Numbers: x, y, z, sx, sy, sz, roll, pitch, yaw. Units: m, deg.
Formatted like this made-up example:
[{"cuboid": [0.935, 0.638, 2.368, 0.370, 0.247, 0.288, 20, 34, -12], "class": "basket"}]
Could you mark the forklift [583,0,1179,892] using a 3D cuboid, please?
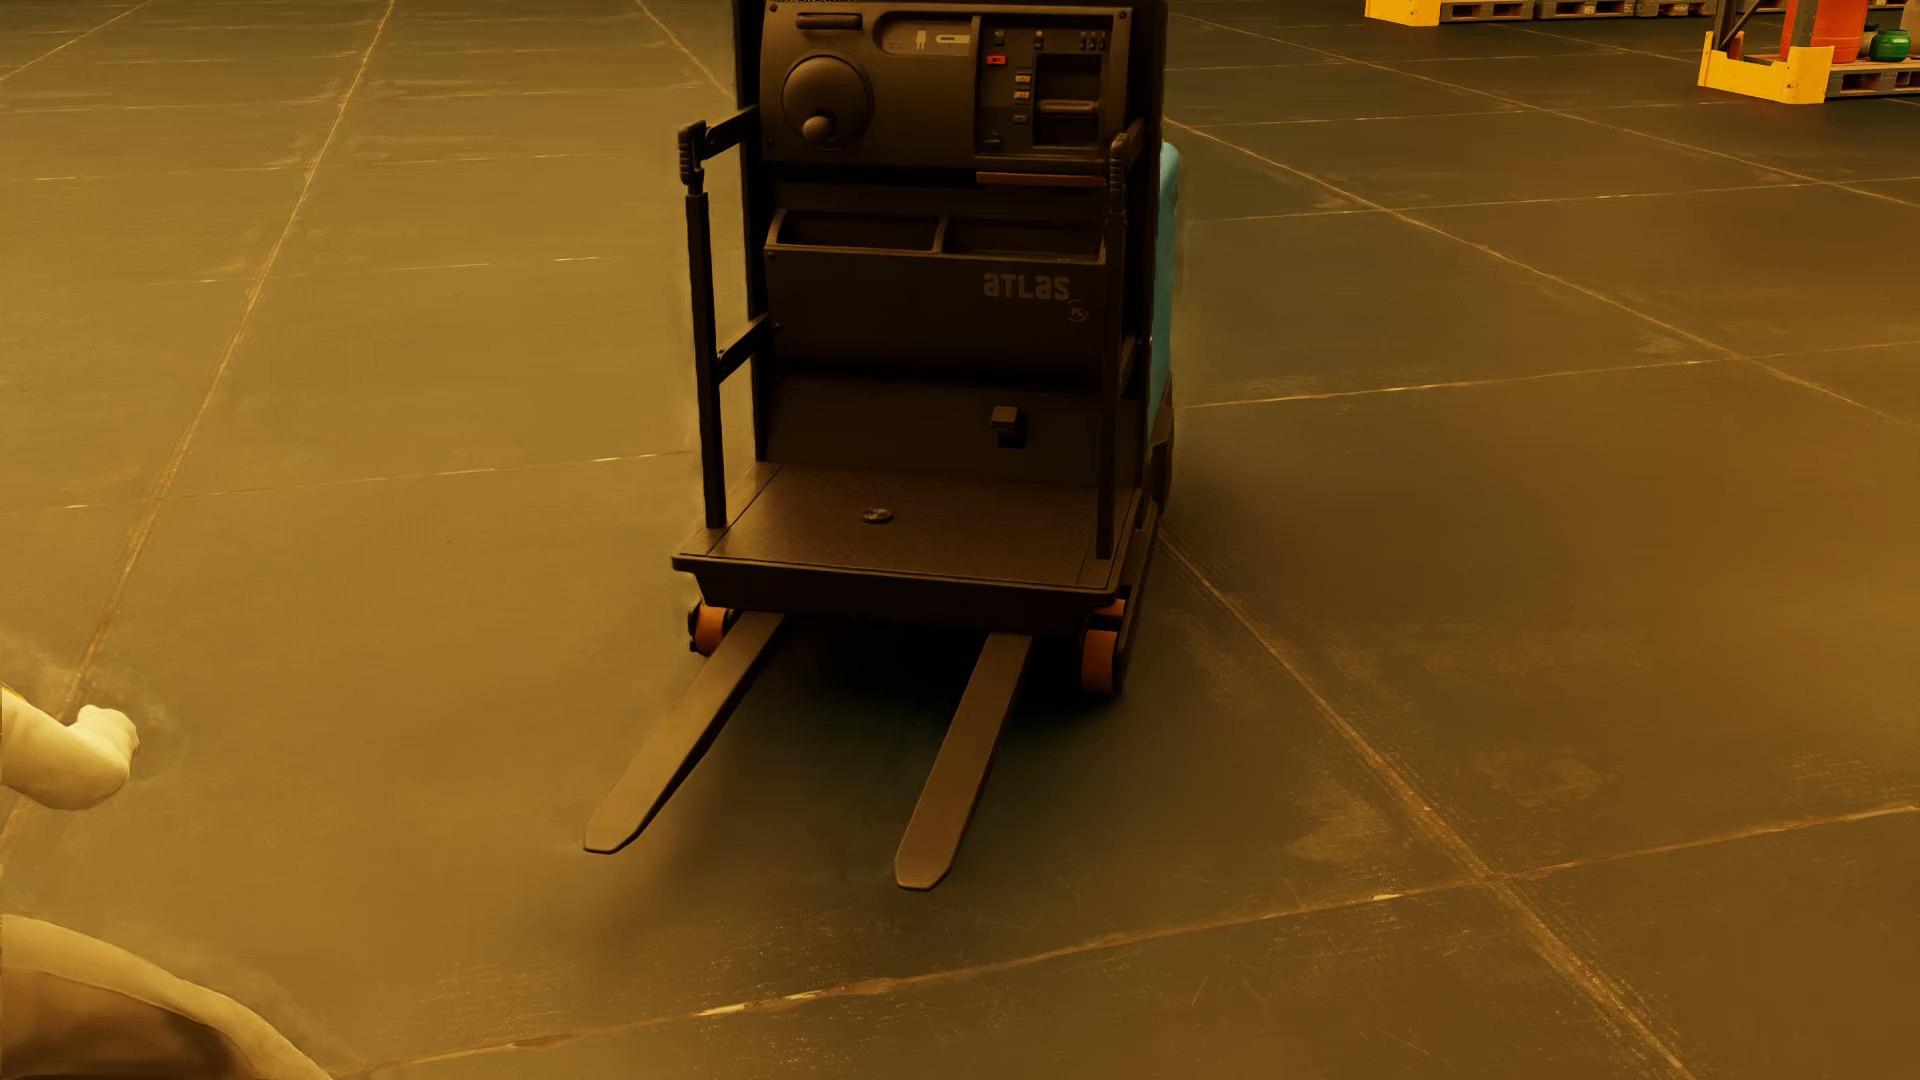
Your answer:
[{"cuboid": [-0.082, -1.119, 3.940, 1.130, 2.935, 3.031, 5, 23, 10], "class": "forklift"}]

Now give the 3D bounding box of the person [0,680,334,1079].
[{"cuboid": [-1.416, 0.443, 2.124, 1.243, 1.473, 0.793, 0, 23, 0], "class": "person"}]
